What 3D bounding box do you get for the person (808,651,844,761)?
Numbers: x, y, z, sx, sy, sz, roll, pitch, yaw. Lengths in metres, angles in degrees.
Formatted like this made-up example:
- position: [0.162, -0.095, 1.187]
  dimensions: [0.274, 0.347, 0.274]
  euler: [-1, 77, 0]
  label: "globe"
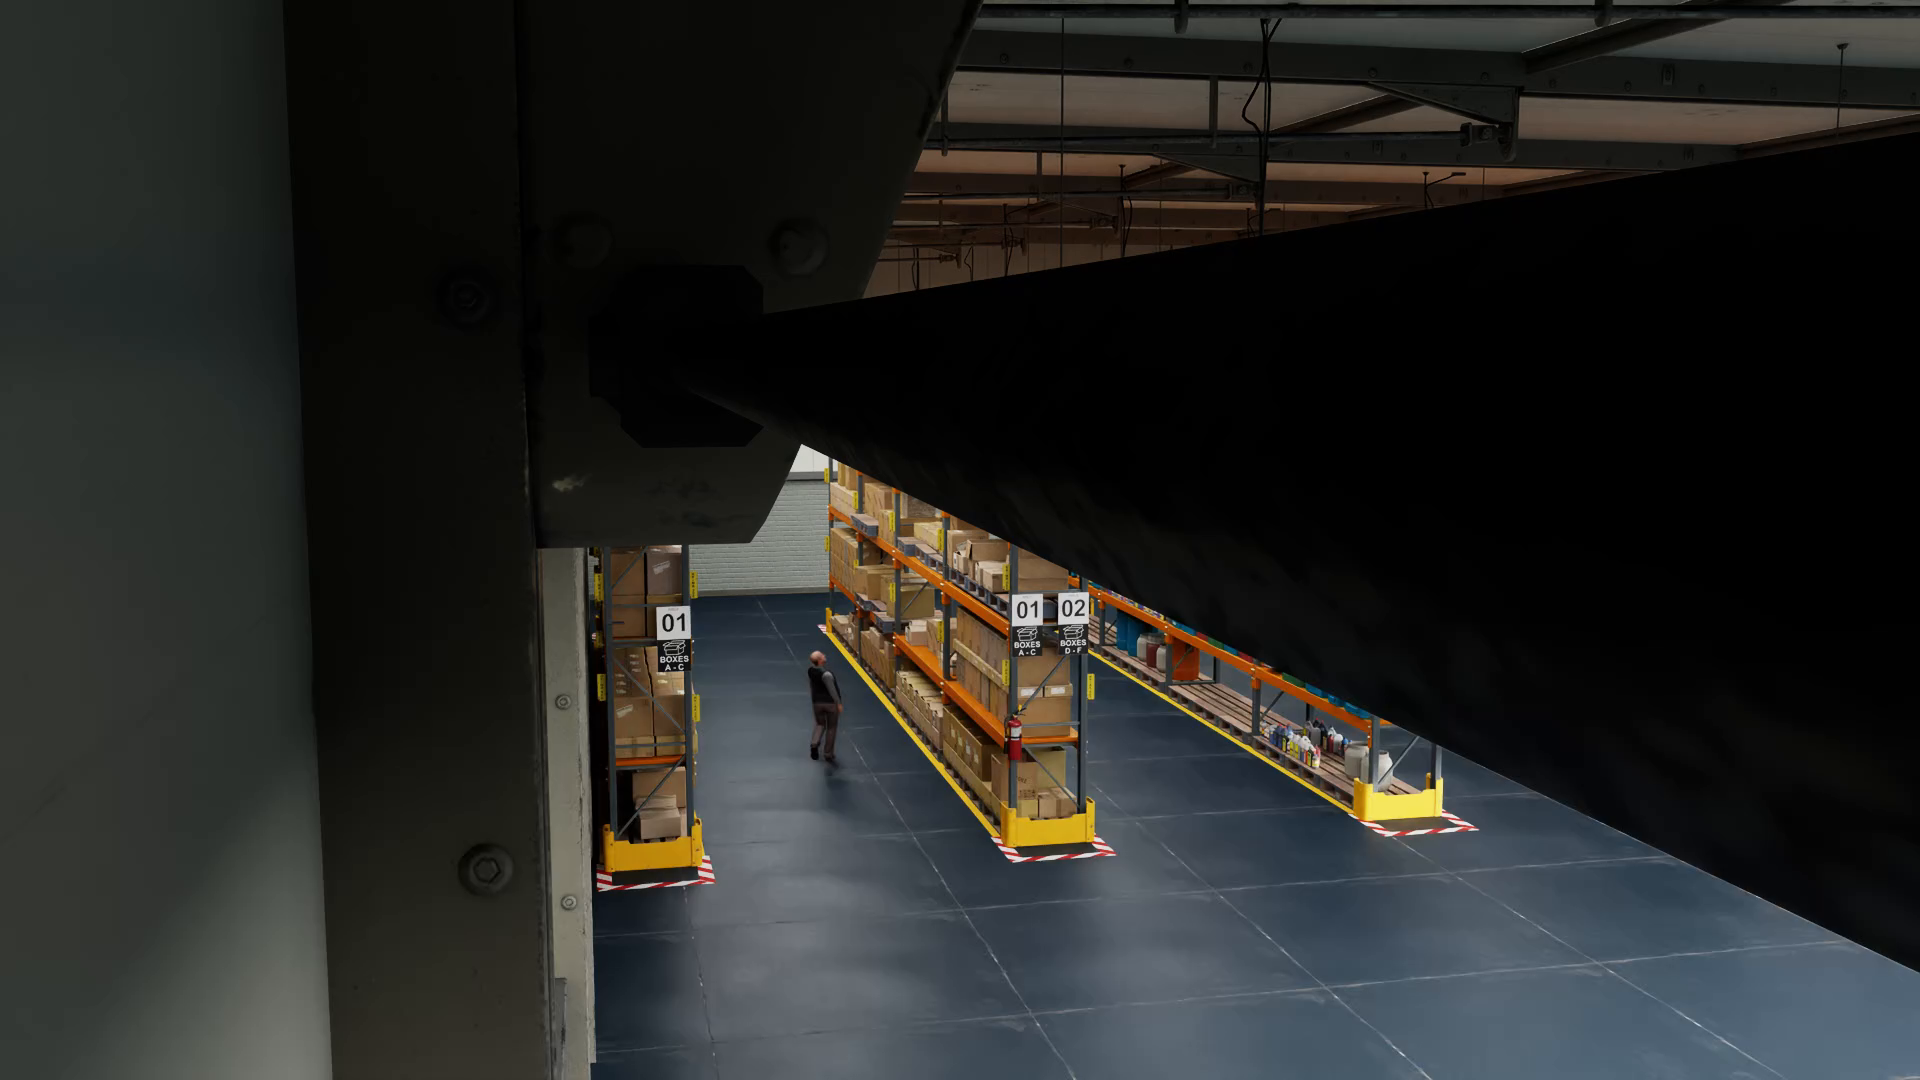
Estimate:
- position: [-2.044, 2.502, 25.100]
  dimensions: [0.556, 1.689, 0.524]
  euler: [3, 7, 22]
  label: "person"
